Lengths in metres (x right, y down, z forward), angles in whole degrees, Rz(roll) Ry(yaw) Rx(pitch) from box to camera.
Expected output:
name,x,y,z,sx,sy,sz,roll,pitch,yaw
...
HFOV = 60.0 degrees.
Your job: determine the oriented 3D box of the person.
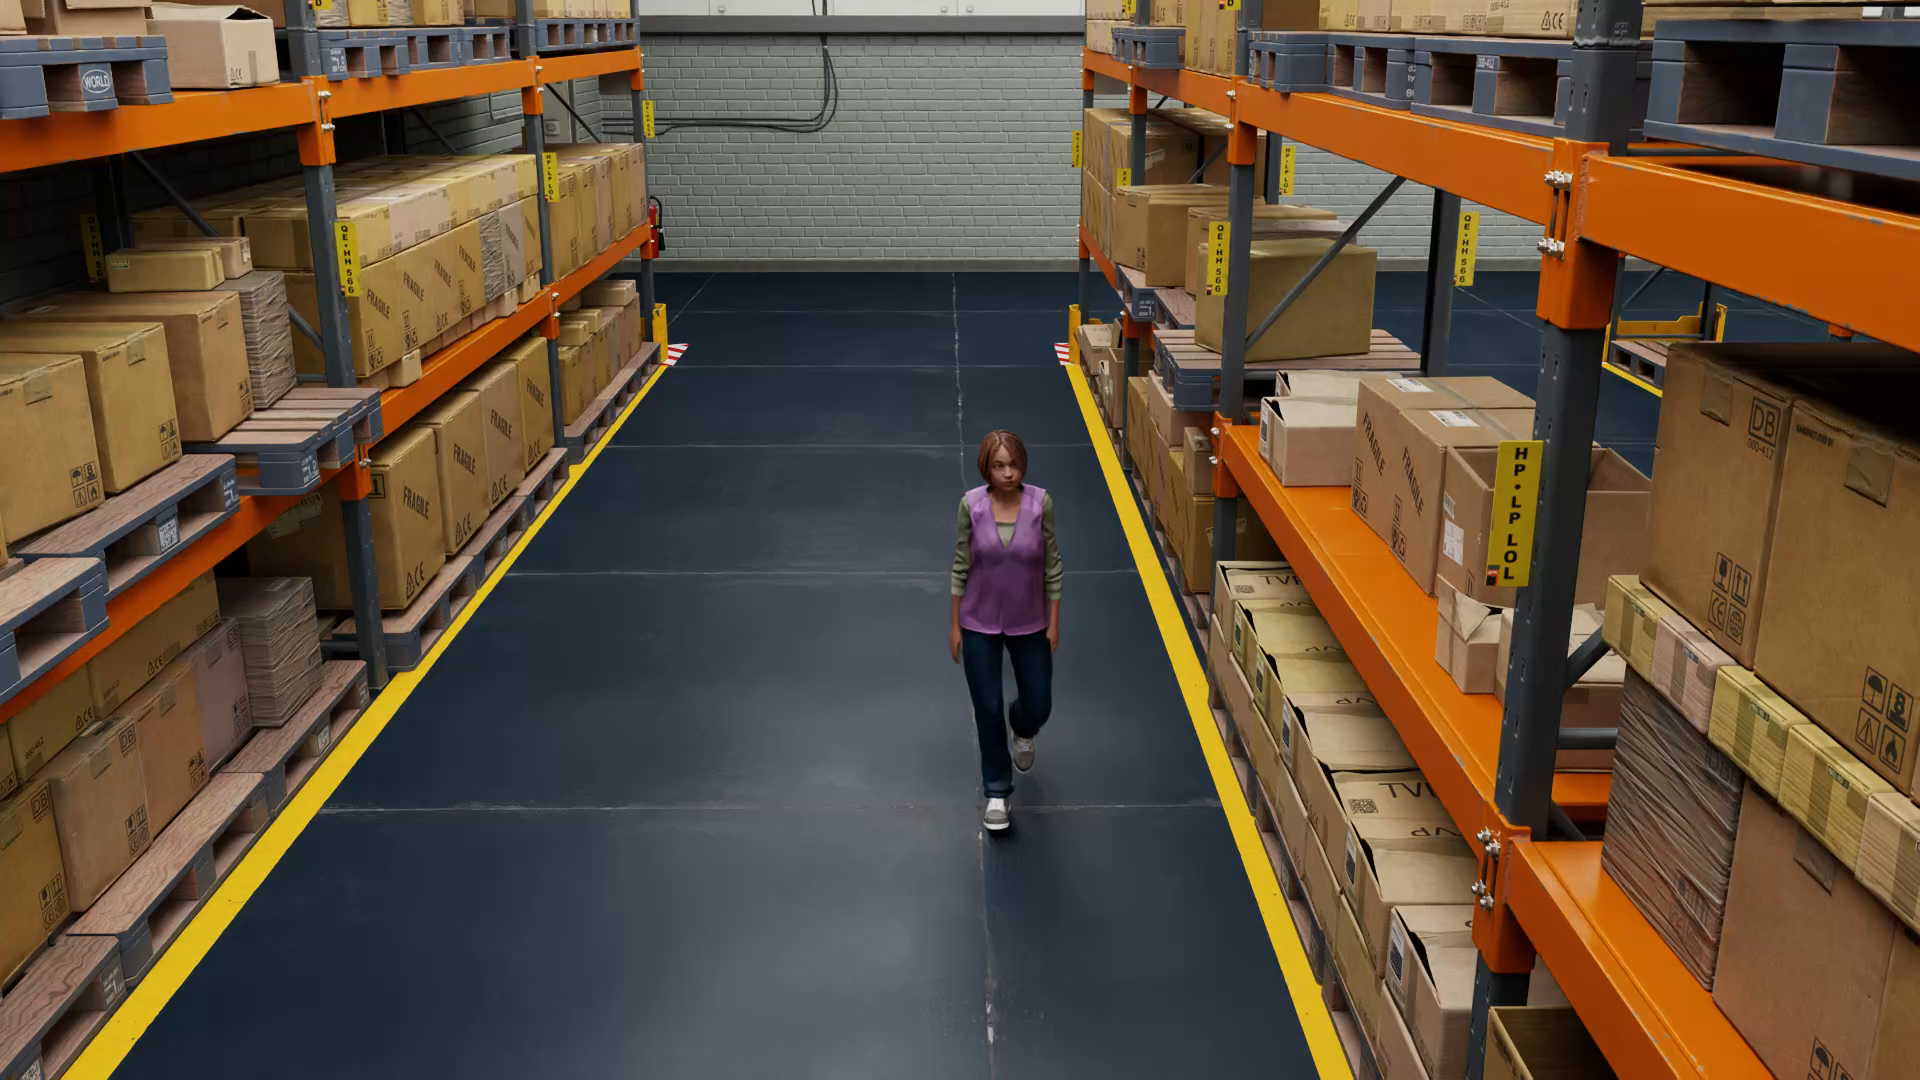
name,x,y,z,sx,sy,sz,roll,pitch,yaw
person,0.177,0.312,6.502,0.441,1.579,0.573,0,17,1
